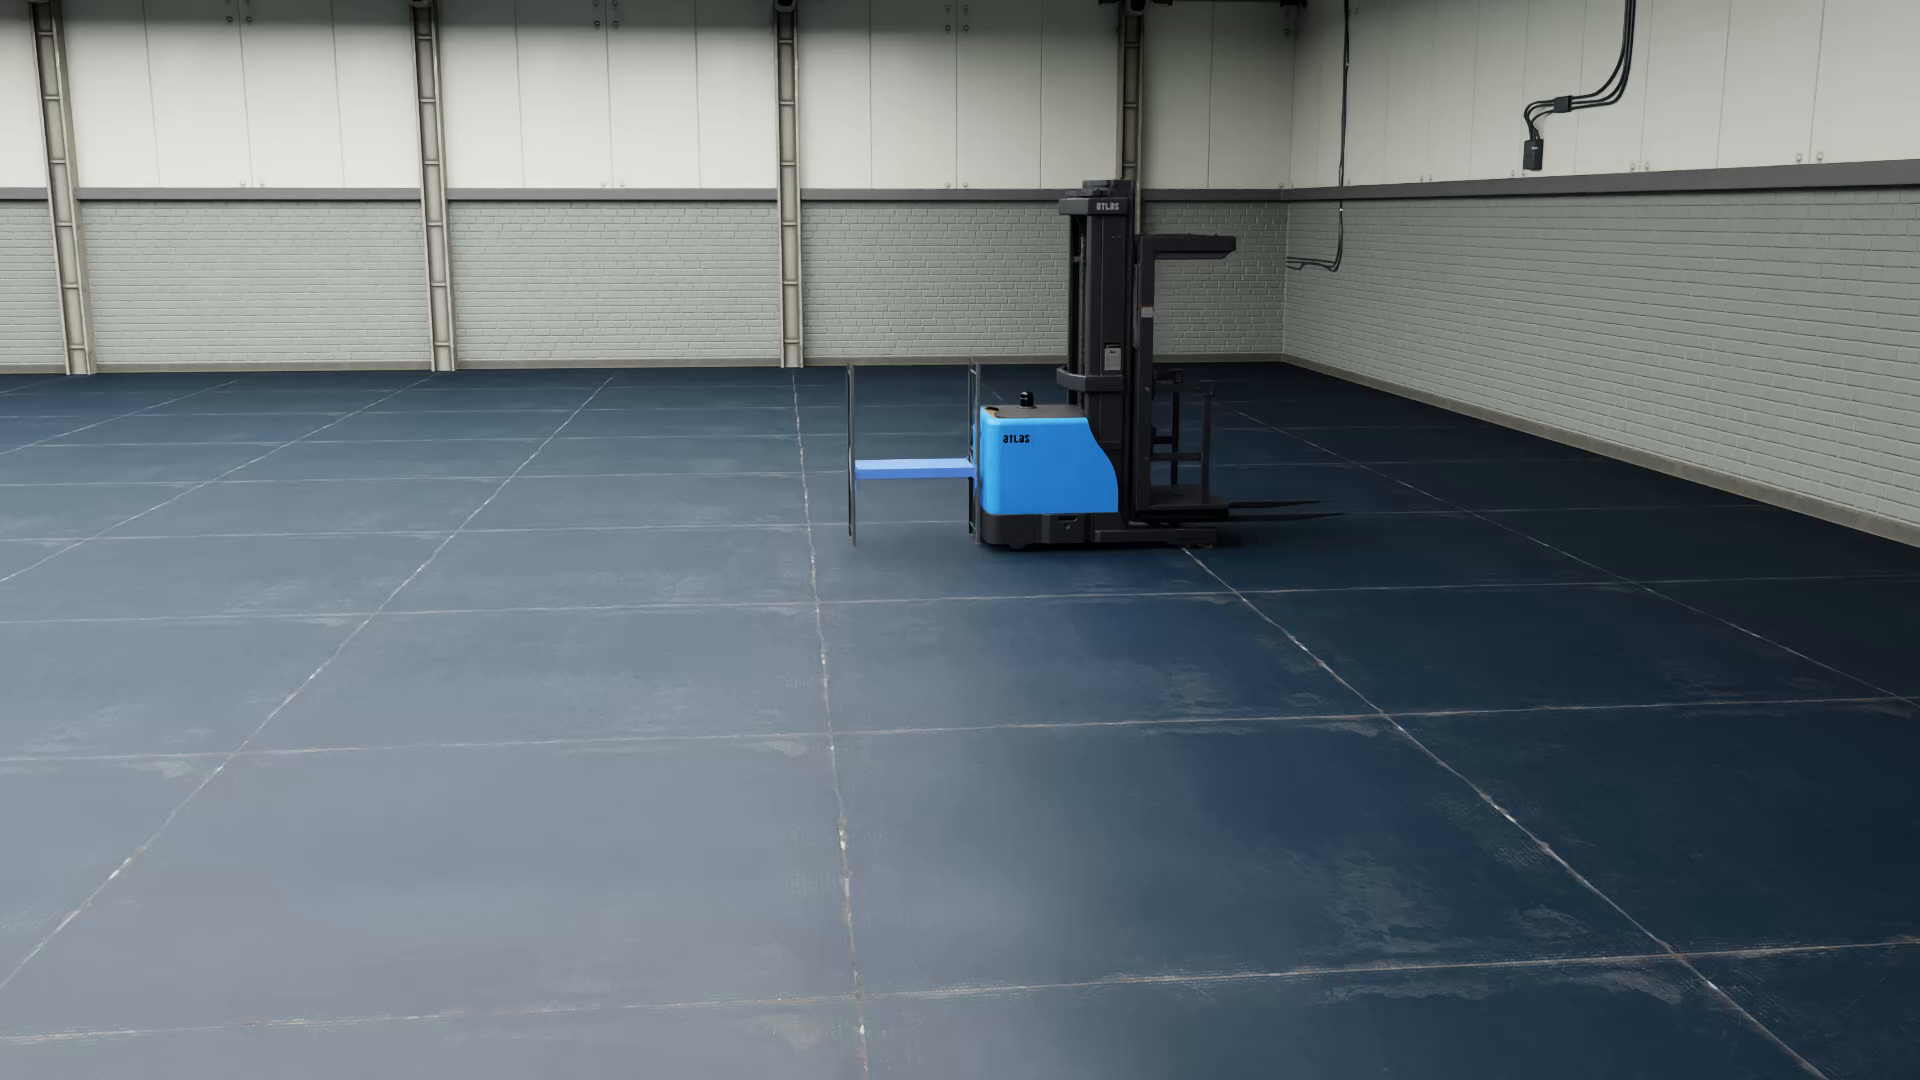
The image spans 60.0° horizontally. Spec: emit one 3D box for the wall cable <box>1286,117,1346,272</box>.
[{"bbox_3d":[6.056,-5.901,28.605,0.112,2.526,3.097,-1,11,-6],"label":"wall cable"}]

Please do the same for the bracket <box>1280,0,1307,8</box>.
[{"bbox_3d":[5.791,-9.373,28.885,0.430,0.232,0.235,-1,11,-6],"label":"bracket"}]

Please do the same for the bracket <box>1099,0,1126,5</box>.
[{"bbox_3d":[2.610,-9.306,28.546,0.430,0.232,0.235,-1,11,-6],"label":"bracket"}]

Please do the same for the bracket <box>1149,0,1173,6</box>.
[{"bbox_3d":[3.435,-9.323,28.634,0.430,0.232,0.235,-1,11,-6],"label":"bracket"}]

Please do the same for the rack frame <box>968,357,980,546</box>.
[{"bbox_3d":[0.117,-0.738,13.735,0.032,1.500,0.500,-1,11,-7],"label":"rack frame"}]

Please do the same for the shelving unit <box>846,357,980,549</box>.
[{"bbox_3d":[-0.387,-0.726,13.672,1.048,1.500,0.538,-1,11,-7],"label":"shelving unit"}]

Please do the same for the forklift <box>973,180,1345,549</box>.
[{"bbox_3d":[1.658,-1.467,13.732,3.031,2.935,1.130,-1,11,-7],"label":"forklift"}]

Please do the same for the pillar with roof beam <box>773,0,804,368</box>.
[{"bbox_3d":[-2.516,-6.666,24.448,0.548,9.000,9.100,-1,11,-6],"label":"pillar with roof beam"}]

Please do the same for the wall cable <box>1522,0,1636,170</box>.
[{"bbox_3d":[7.065,-7.272,18.715,0.169,6.003,2.305,-1,11,-6],"label":"wall cable"}]

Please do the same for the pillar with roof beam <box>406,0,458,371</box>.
[{"bbox_3d":[-8.481,-6.541,23.812,0.548,9.000,9.100,-1,11,-6],"label":"pillar with roof beam"}]

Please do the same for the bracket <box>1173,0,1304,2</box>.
[{"bbox_3d":[5.204,-9.361,28.822,3.189,0.066,0.076,-1,11,-6],"label":"bracket"}]

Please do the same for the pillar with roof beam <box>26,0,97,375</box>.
[{"bbox_3d":[-14.446,-6.416,23.177,0.548,9.000,9.100,-1,11,-6],"label":"pillar with roof beam"}]

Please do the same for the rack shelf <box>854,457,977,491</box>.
[{"bbox_3d":[-0.387,-0.549,13.707,1.000,0.185,0.538,-1,11,-7],"label":"rack shelf"}]

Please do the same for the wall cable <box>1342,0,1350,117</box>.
[{"bbox_3d":[6.348,-7.860,25.479,0.112,2.526,3.097,-1,11,-6],"label":"wall cable"}]

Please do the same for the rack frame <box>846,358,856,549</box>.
[{"bbox_3d":[-0.891,-0.714,13.609,0.032,1.500,0.500,-1,11,-7],"label":"rack frame"}]

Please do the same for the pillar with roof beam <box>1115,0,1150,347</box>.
[{"bbox_3d":[3.449,-6.791,25.084,0.548,9.000,9.100,-1,11,-6],"label":"pillar with roof beam"}]
